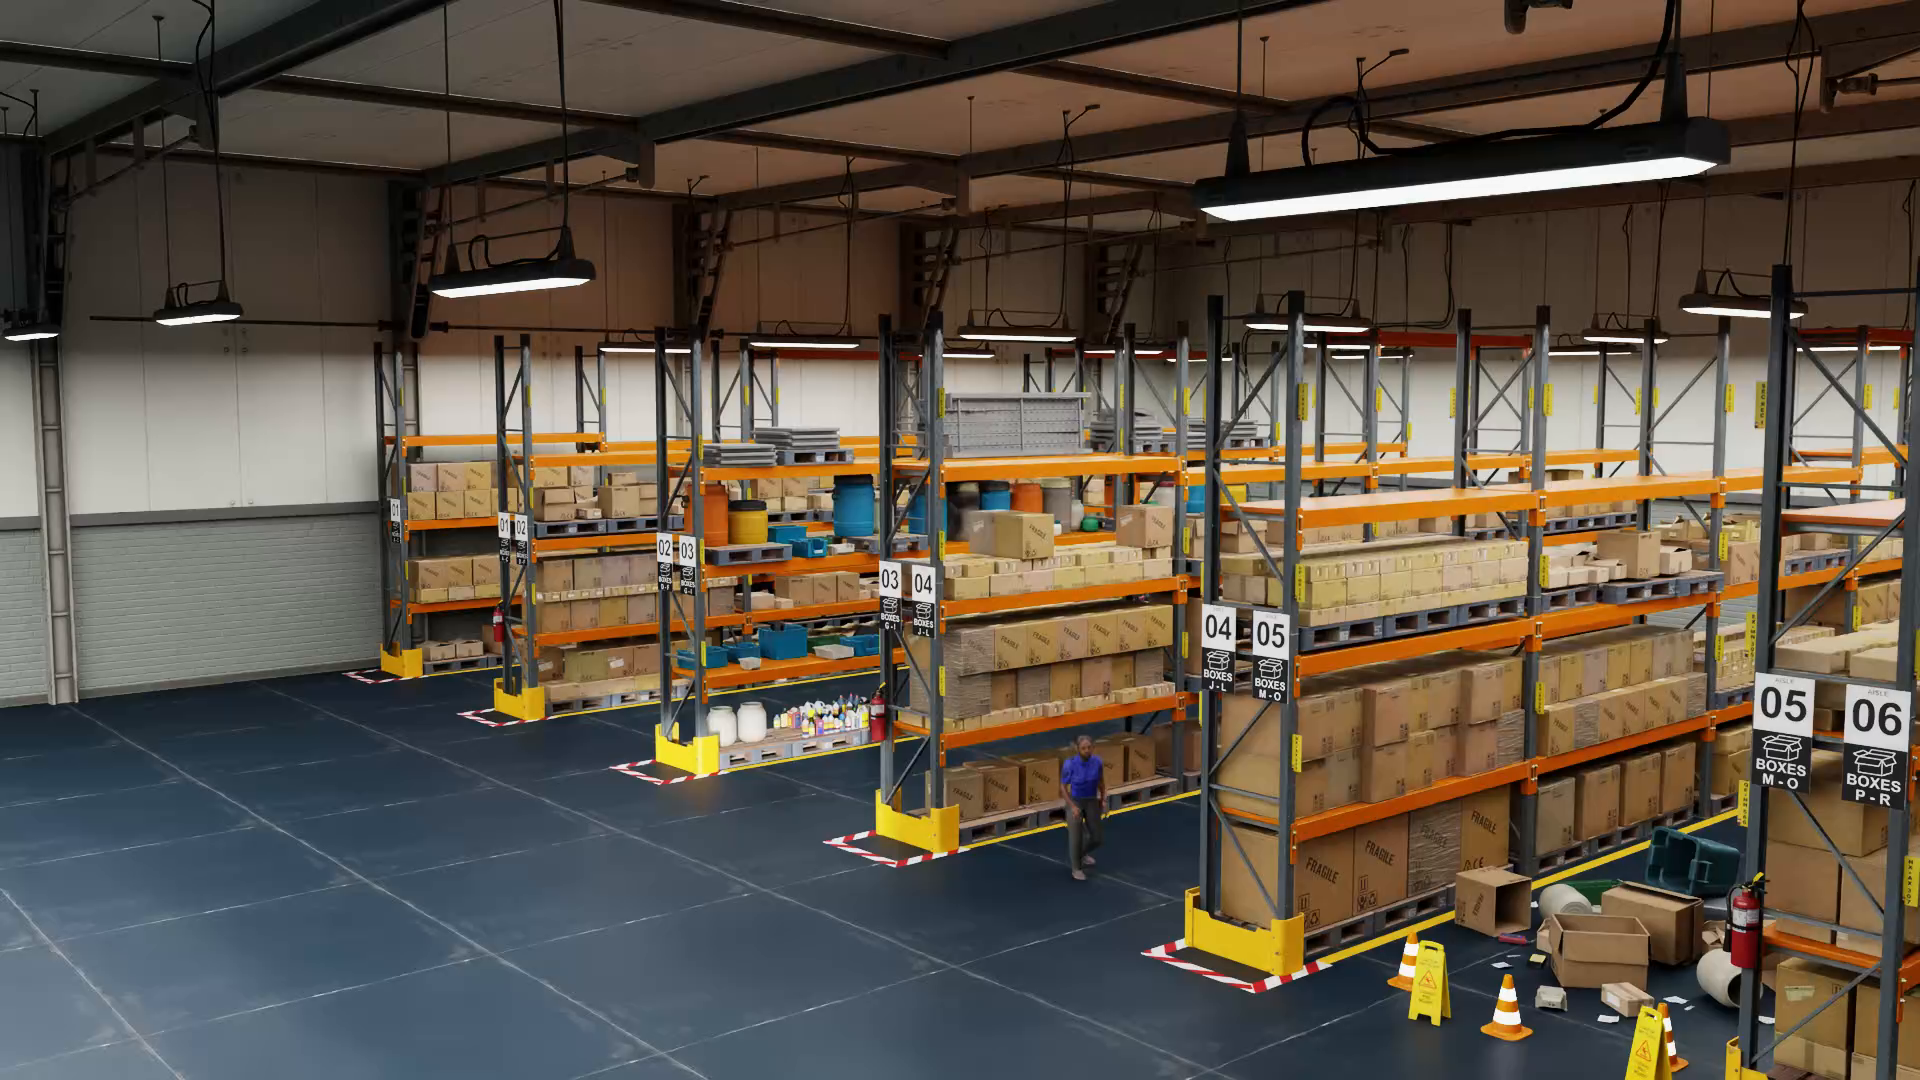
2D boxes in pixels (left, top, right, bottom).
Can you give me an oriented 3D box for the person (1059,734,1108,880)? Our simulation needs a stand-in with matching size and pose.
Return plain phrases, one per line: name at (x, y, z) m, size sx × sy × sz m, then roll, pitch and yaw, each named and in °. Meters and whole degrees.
person at (1.277, 2.786, 17.510) m, size 0.551 × 1.581 × 0.745 m, roll -1°, pitch 5°, yaw -14°
